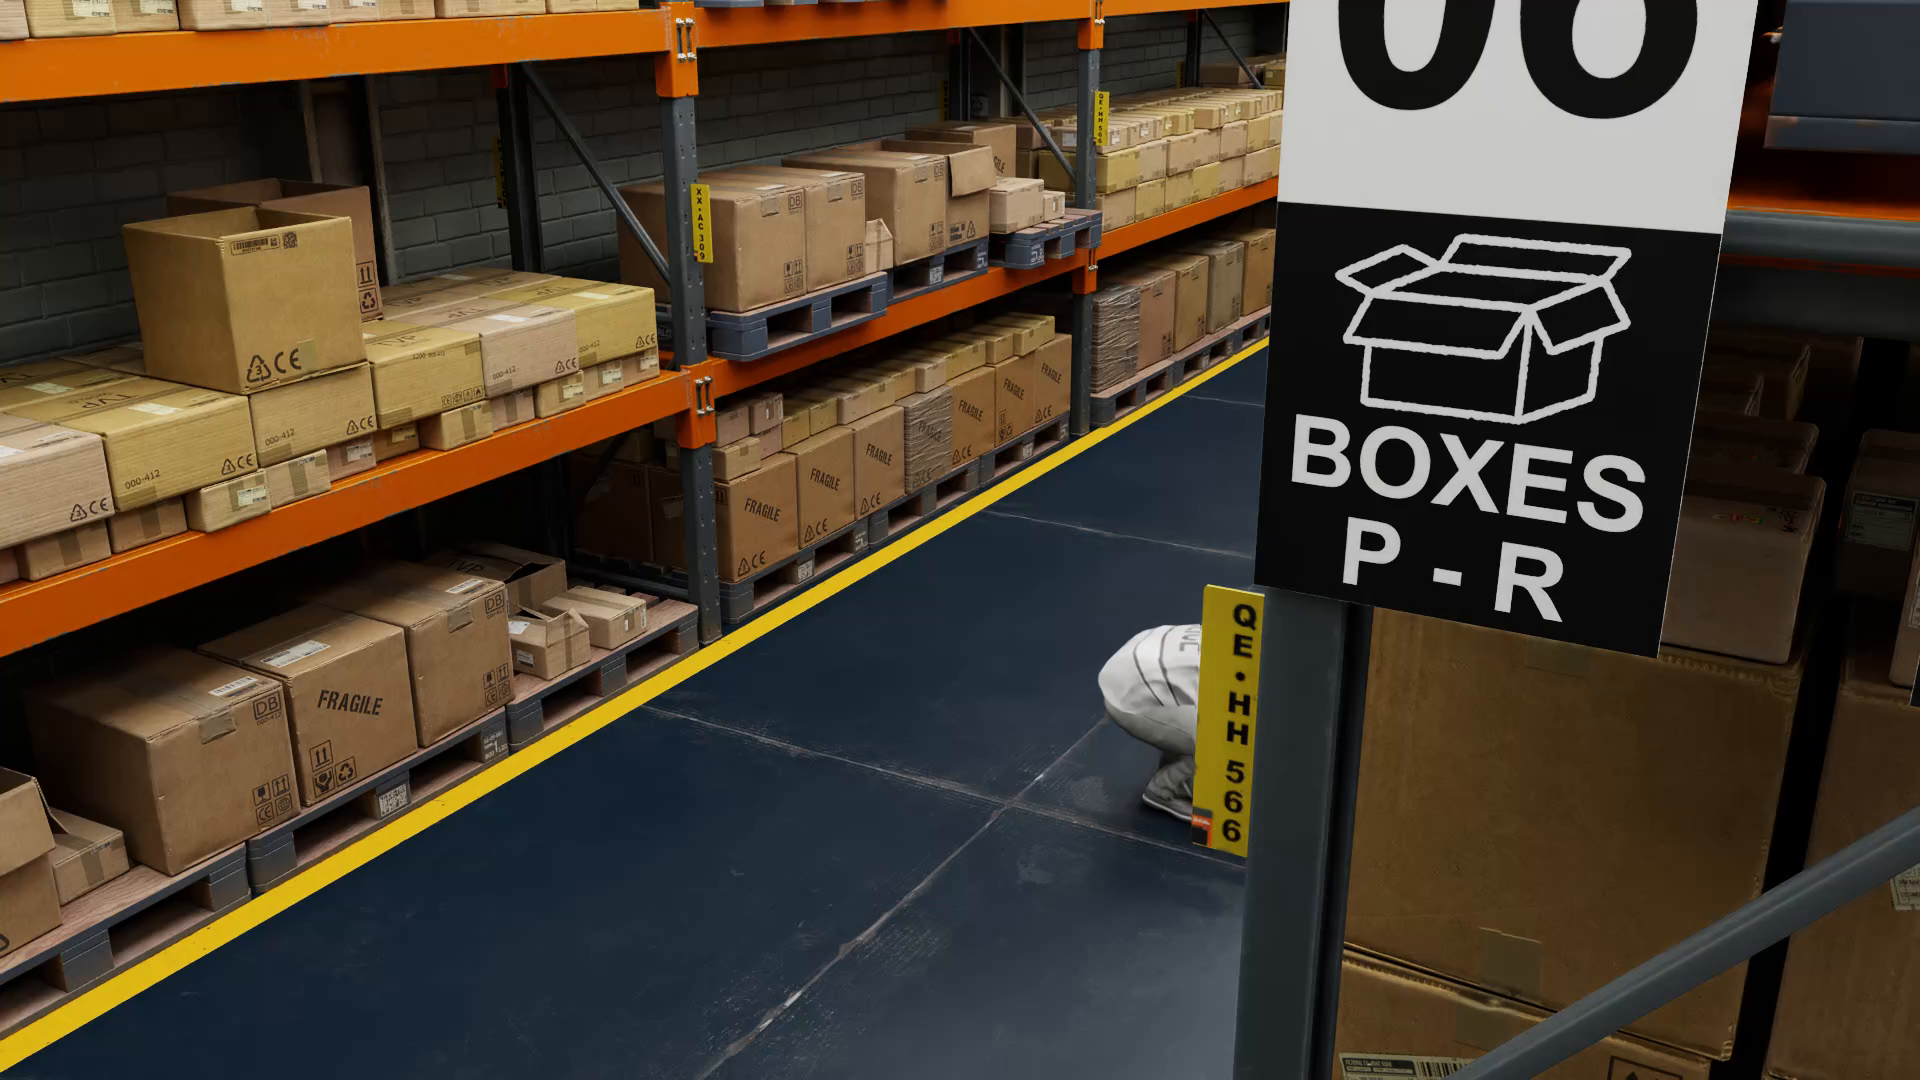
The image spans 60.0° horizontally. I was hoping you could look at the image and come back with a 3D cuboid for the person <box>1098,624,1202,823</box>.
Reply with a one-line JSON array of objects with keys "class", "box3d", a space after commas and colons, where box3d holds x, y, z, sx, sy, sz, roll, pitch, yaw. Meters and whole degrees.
[{"class": "person", "box3d": [0.975, 0.665, 6.143, 0.918, 0.774, 0.507, 10, 22, 26]}]
